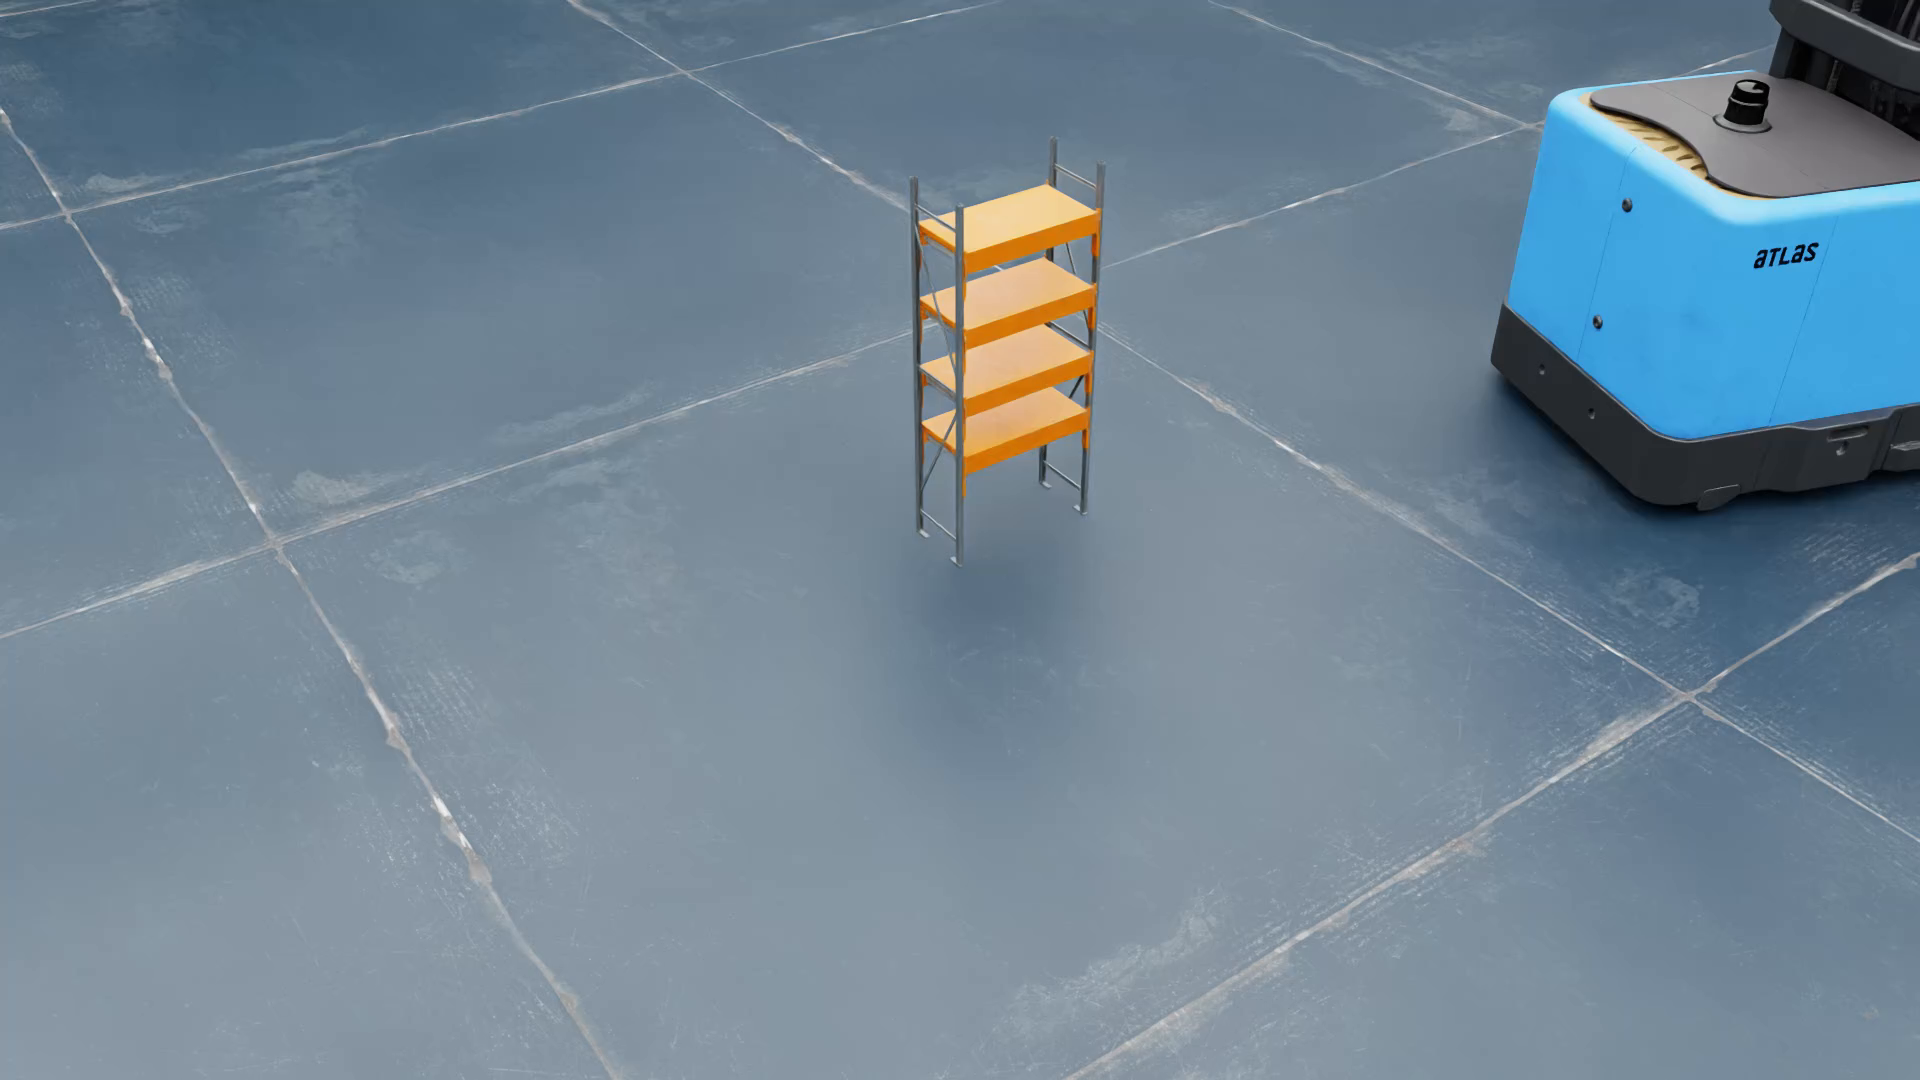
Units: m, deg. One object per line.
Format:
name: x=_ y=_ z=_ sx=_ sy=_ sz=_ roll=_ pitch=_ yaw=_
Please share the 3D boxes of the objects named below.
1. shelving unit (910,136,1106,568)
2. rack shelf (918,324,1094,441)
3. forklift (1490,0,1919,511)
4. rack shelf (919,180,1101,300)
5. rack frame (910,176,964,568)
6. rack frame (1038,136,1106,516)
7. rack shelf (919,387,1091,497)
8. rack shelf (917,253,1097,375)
shelving unit: x=0.135 y=-0.543 z=4.977 sx=0.503 sy=1.200 sz=0.258 roll=-22 pitch=41 yaw=-28
rack shelf: x=0.135 y=-0.488 z=5.016 sx=0.480 sy=0.148 sz=0.258 roll=-22 pitch=41 yaw=-28
forklift: x=3.498 y=-1.758 z=5.184 sx=3.031 sy=2.935 sz=1.130 roll=-9 pitch=37 yaw=-13
rack shelf: x=0.135 y=-0.862 z=4.748 sx=0.480 sy=0.148 sz=0.258 roll=-22 pitch=41 yaw=-28
rack frame: x=-0.064 y=-0.461 z=4.863 sx=0.015 sy=1.200 sz=0.240 roll=-22 pitch=41 yaw=-28
rack frame: x=0.335 y=-0.625 z=5.091 sx=0.015 sy=1.200 sz=0.240 roll=-22 pitch=41 yaw=-28
rack shelf: x=0.135 y=-0.327 z=5.132 sx=0.480 sy=0.148 sz=0.258 roll=-22 pitch=41 yaw=-28
rack shelf: x=0.135 y=-0.670 z=4.886 sx=0.480 sy=0.148 sz=0.258 roll=-22 pitch=41 yaw=-28
